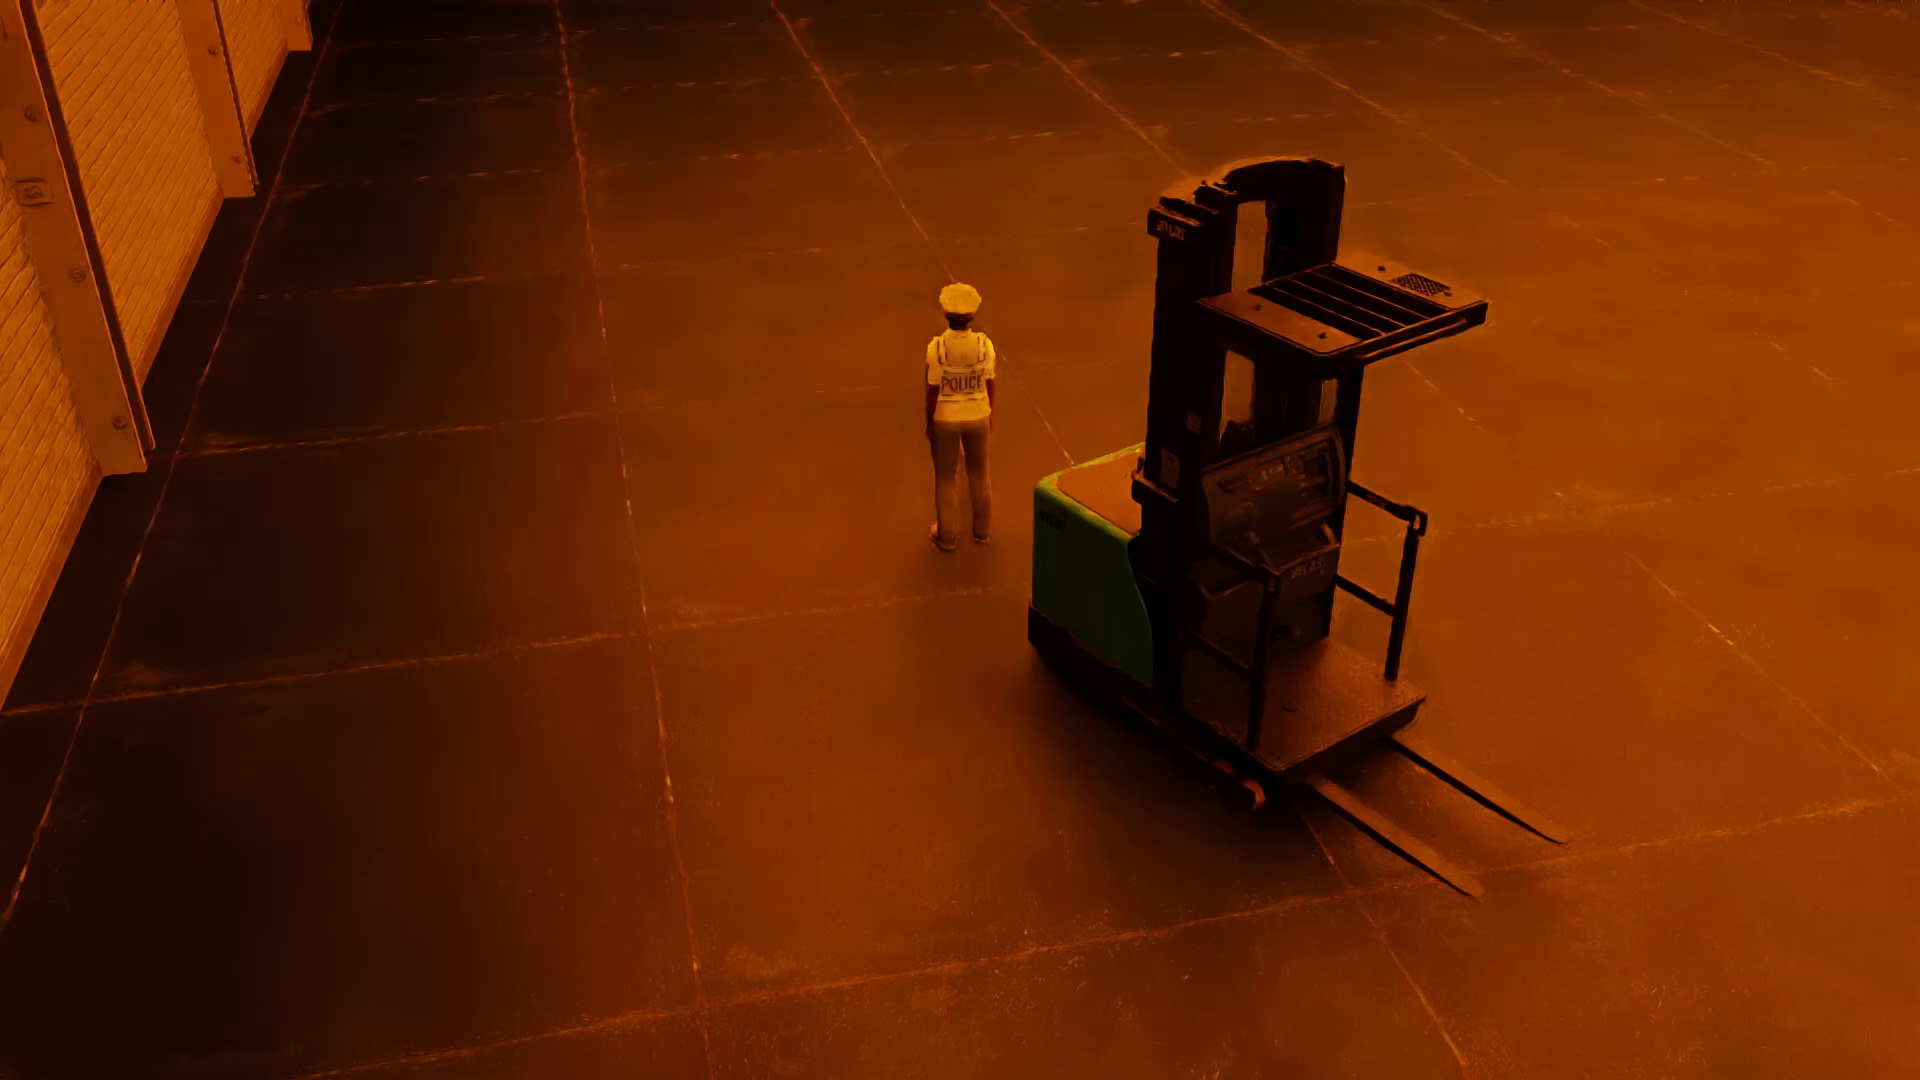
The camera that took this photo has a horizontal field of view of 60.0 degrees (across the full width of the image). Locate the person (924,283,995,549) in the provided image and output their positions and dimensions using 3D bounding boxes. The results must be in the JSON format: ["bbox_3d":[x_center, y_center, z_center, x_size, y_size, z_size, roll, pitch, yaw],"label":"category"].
[{"bbox_3d":[0.002,-0.740,10.096,0.446,1.692,0.338,-7,31,-12],"label":"person"}]

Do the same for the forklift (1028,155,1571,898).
[{"bbox_3d":[1.658,-0.208,7.934,1.130,2.935,3.031,-20,36,-31],"label":"forklift"}]
